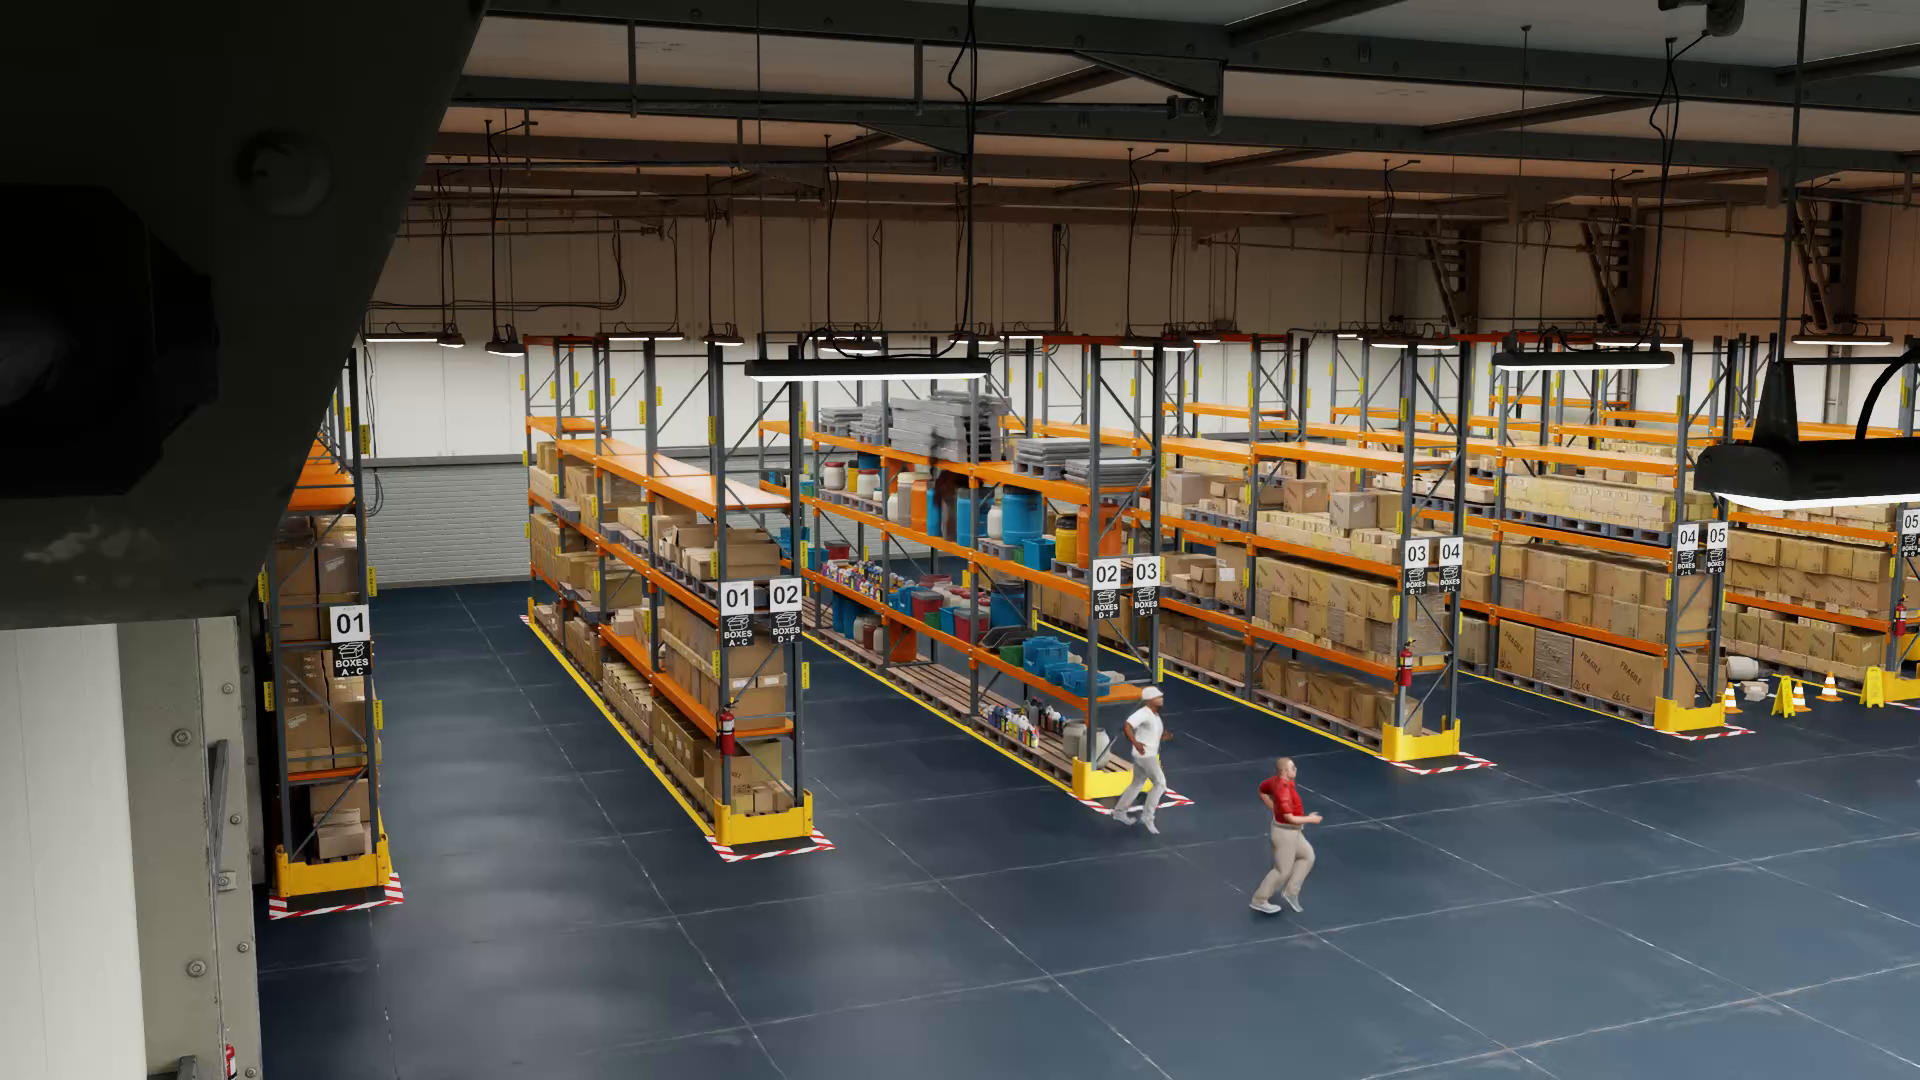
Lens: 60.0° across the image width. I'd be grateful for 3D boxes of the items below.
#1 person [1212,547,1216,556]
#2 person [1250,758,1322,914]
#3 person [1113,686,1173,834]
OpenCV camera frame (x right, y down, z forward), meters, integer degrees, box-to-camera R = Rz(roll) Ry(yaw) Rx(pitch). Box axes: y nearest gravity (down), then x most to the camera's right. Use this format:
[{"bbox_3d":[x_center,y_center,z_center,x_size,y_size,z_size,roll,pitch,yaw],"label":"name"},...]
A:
[{"bbox_3d":[6.427,-0.031,41.405,0.552,1.719,0.706,7,10,42],"label":"person"},{"bbox_3d":[3.473,3.165,17.714,0.737,1.754,0.666,1,8,5],"label":"person"},{"bbox_3d":[2.292,2.721,20.798,0.727,1.808,0.706,1,8,10],"label":"person"}]
